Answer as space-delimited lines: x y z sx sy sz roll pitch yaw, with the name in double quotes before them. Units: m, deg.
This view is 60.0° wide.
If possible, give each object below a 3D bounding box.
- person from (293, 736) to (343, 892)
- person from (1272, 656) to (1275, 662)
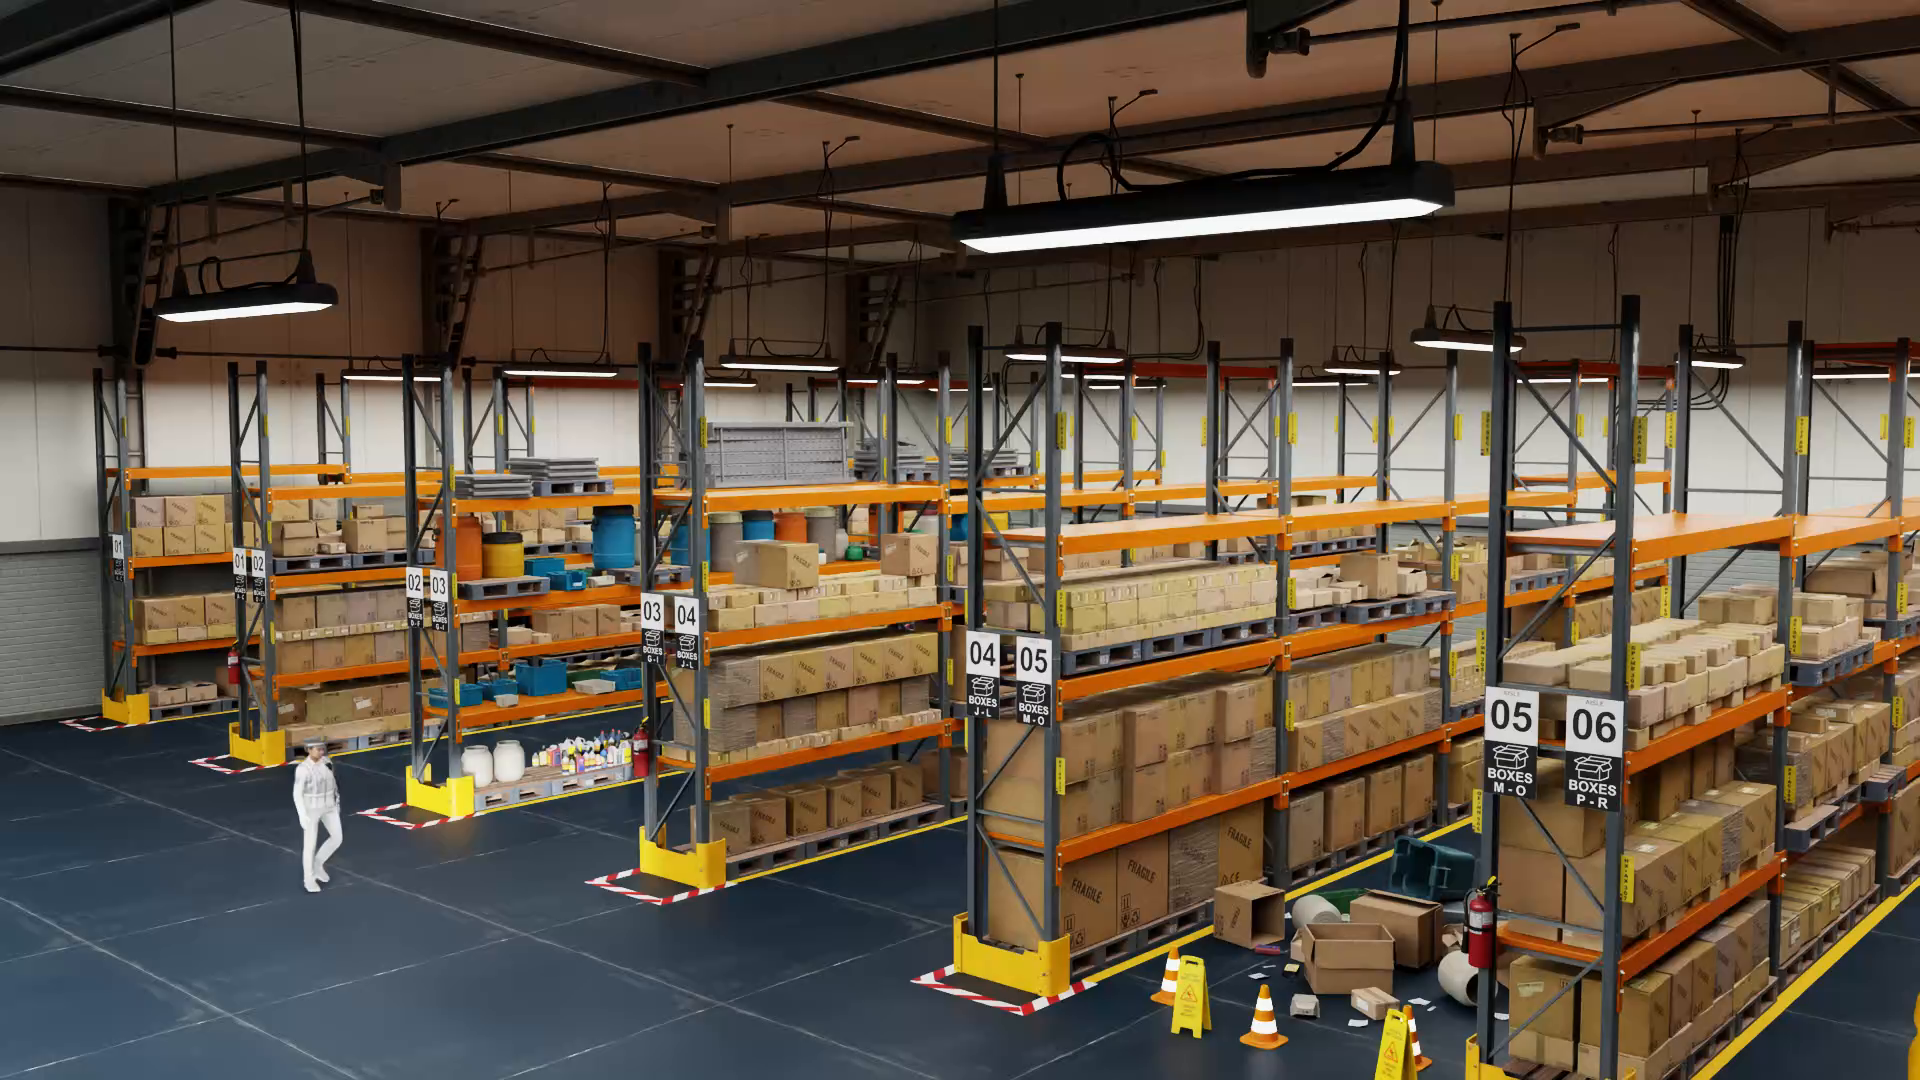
"person" -7.074 2.982 18.317 0.472 1.679 0.608 3 5 34
"person" 4.754 2.487 25.044 0.355 1.670 0.621 1 4 17
